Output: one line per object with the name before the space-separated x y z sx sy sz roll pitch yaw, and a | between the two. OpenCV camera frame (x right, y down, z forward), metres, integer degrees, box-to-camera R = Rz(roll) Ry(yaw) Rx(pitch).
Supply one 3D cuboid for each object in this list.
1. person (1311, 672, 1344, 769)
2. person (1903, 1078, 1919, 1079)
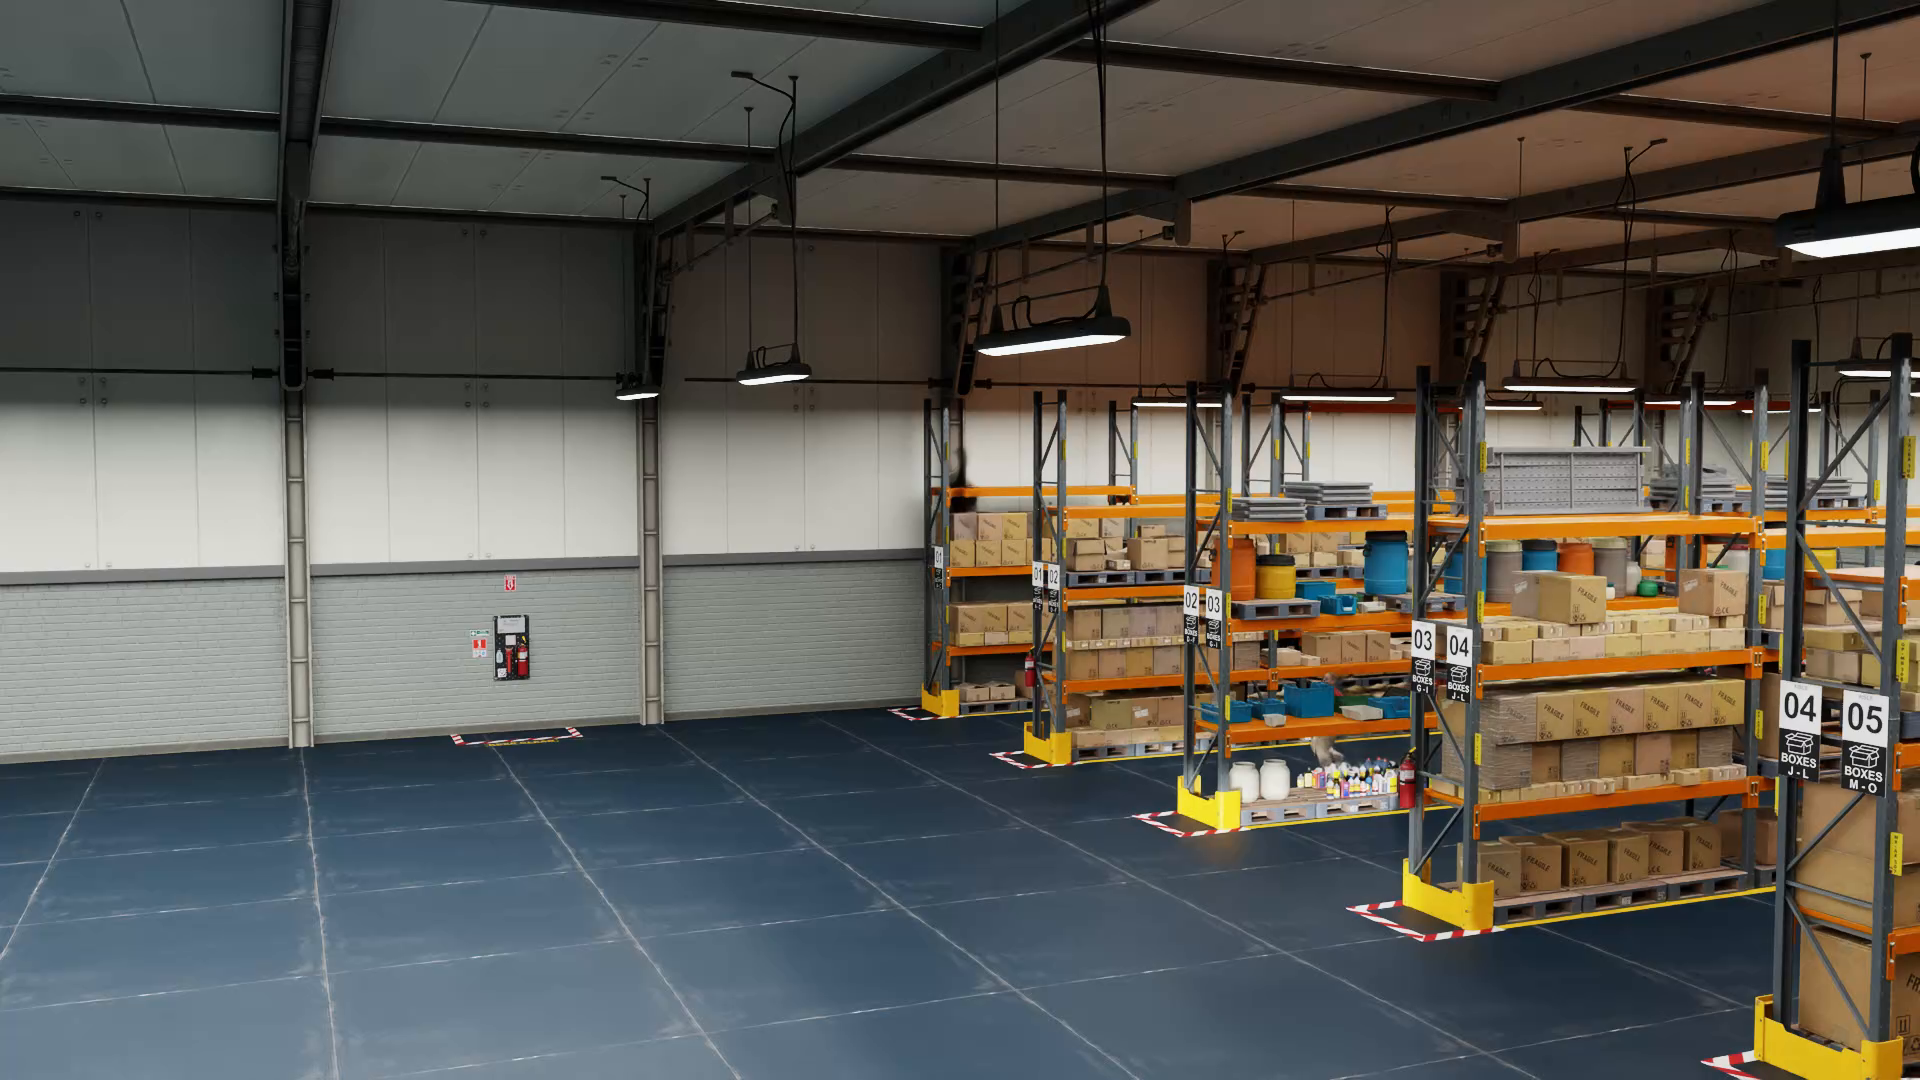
person | 5.708 2.838 25.401 0.582 1.669 0.677 -1 3 -15
person | 5.964 3.786 9.939 0.716 1.600 1.032 3 5 42
